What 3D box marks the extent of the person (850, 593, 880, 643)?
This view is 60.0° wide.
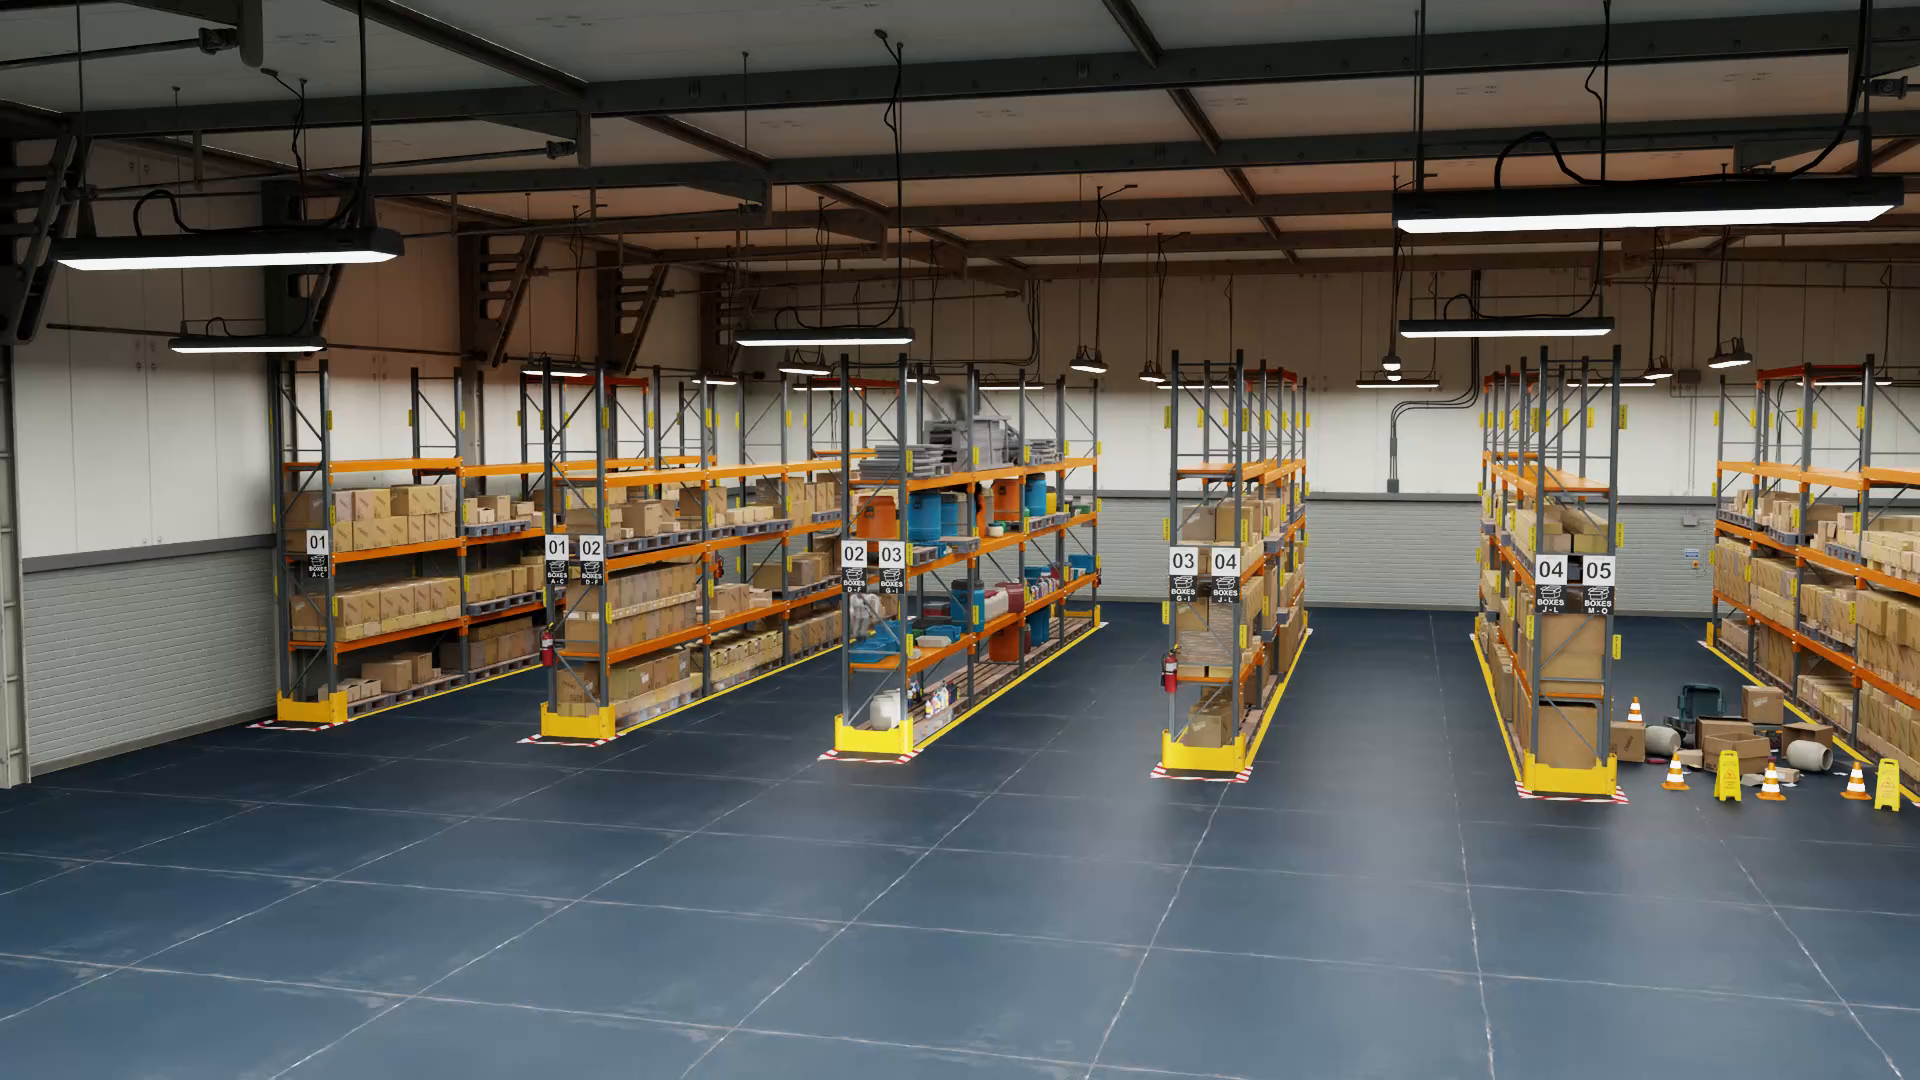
[{"bbox_3d":[-2.006,1.630,34.540,0.630,1.515,0.791,1,4,11],"label":"person"}]
